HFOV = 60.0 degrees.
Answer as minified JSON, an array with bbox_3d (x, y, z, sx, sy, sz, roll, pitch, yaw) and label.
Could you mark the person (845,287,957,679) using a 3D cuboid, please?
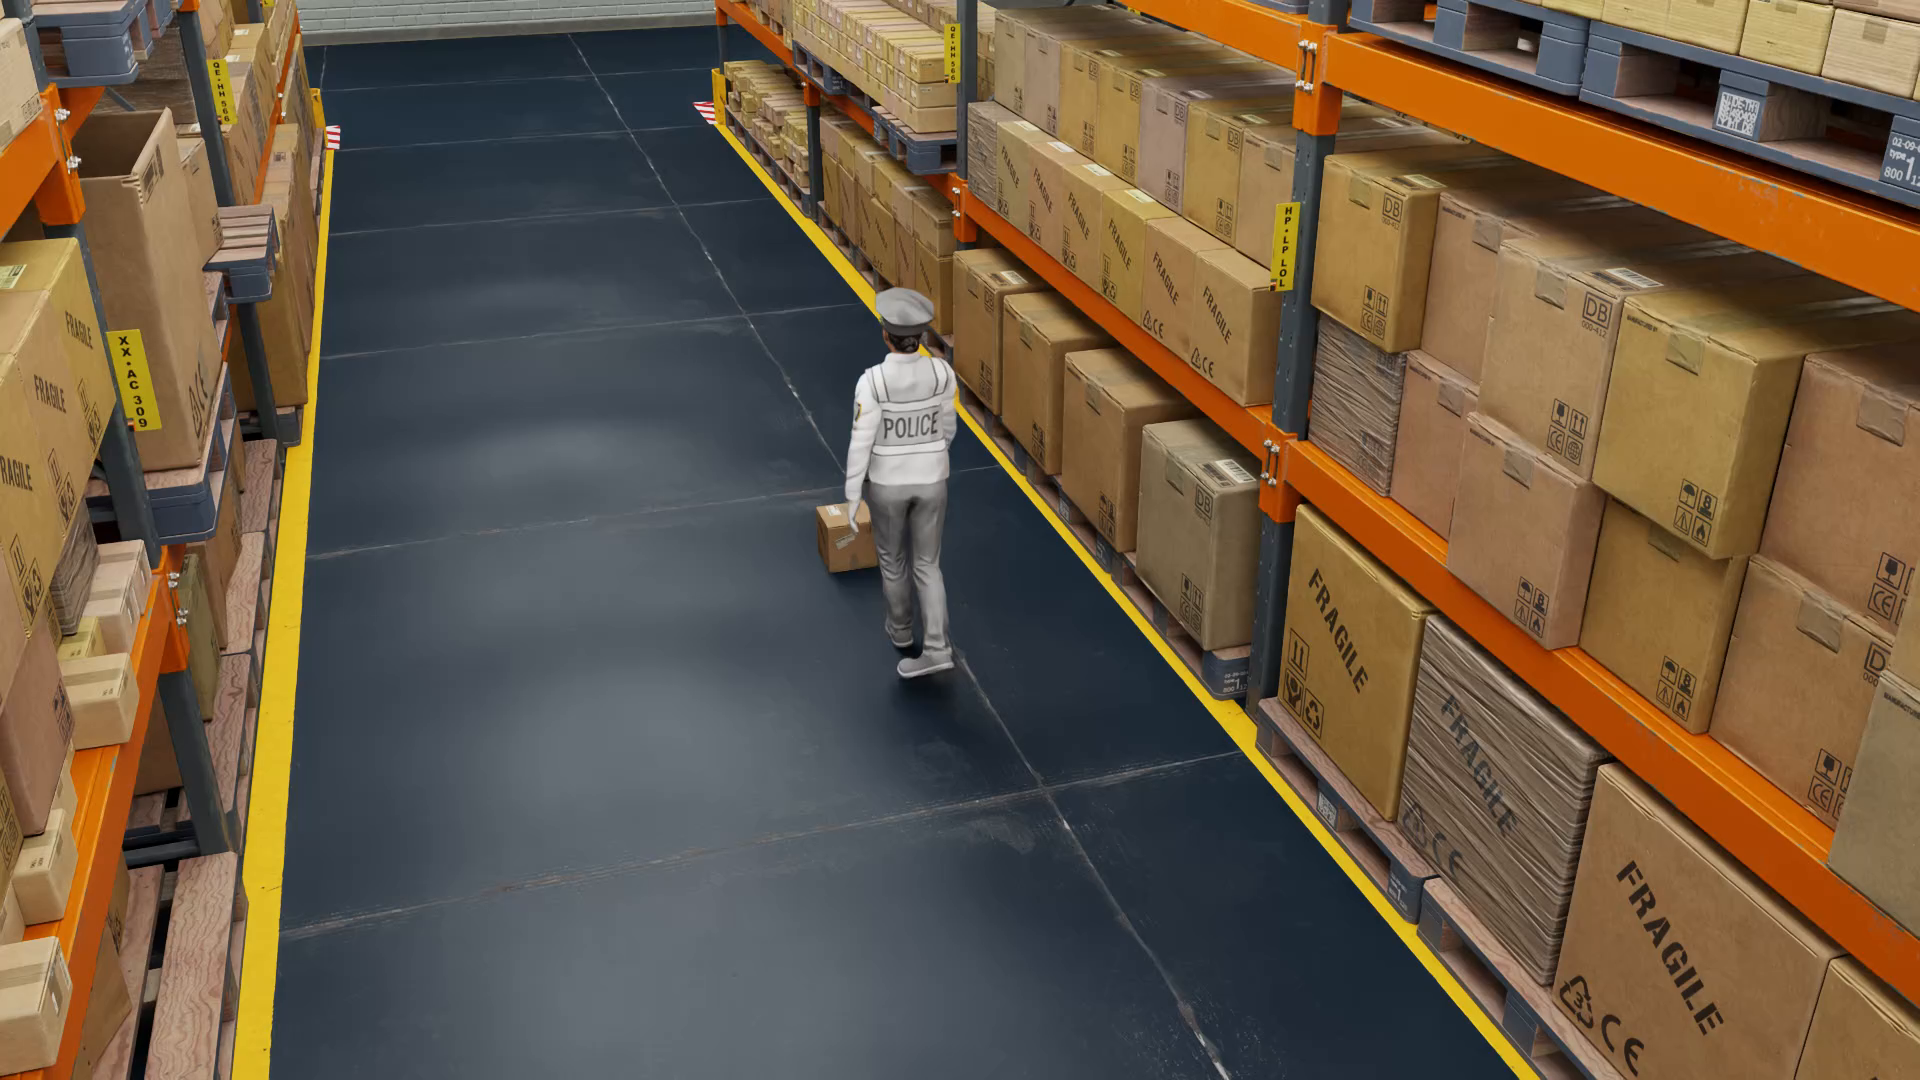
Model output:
[{"bbox_3d":[-0.245,-0.220,7.031,0.508,1.663,0.712,-6,27,-12],"label":"person"}]
